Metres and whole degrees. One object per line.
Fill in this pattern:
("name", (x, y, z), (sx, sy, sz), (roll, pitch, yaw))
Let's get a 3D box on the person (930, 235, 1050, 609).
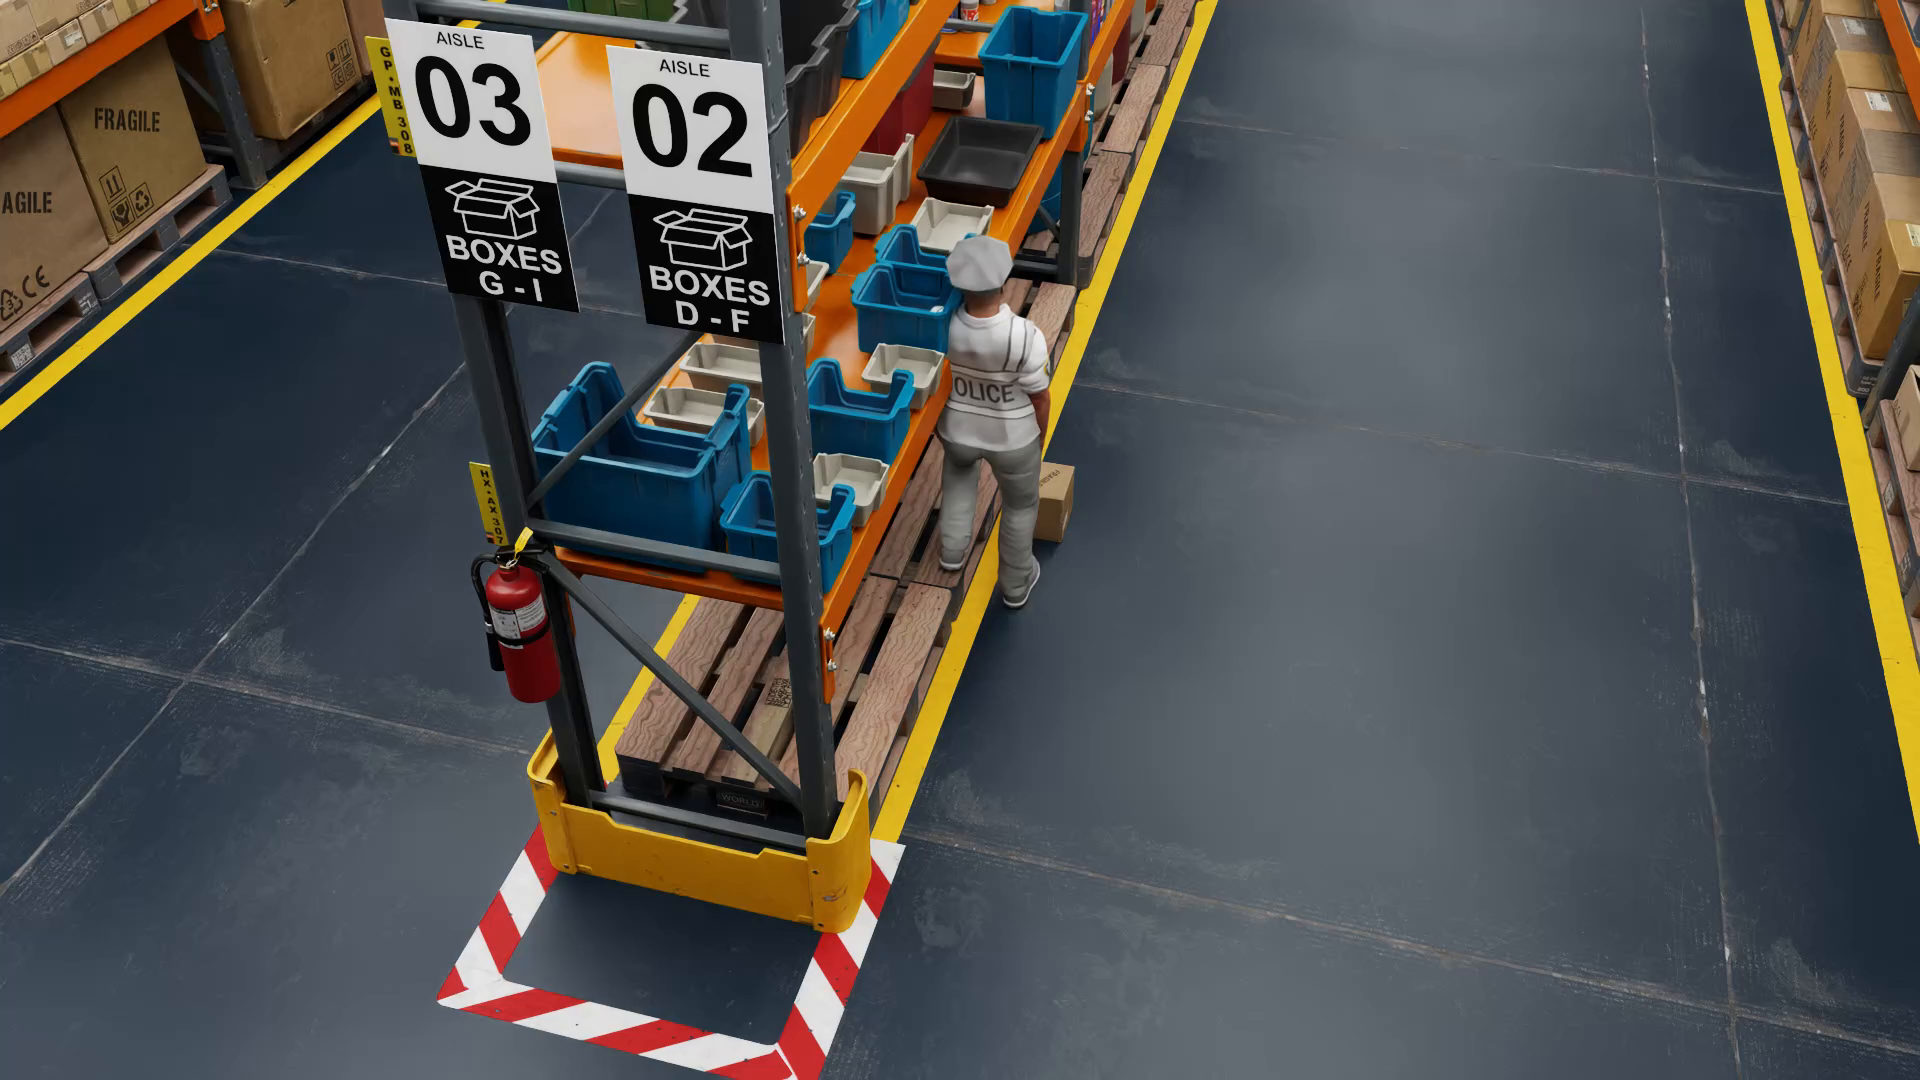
("person", (0.117, -0.485, 6.705), (0.526, 1.754, 0.524), (11, 42, 12))
